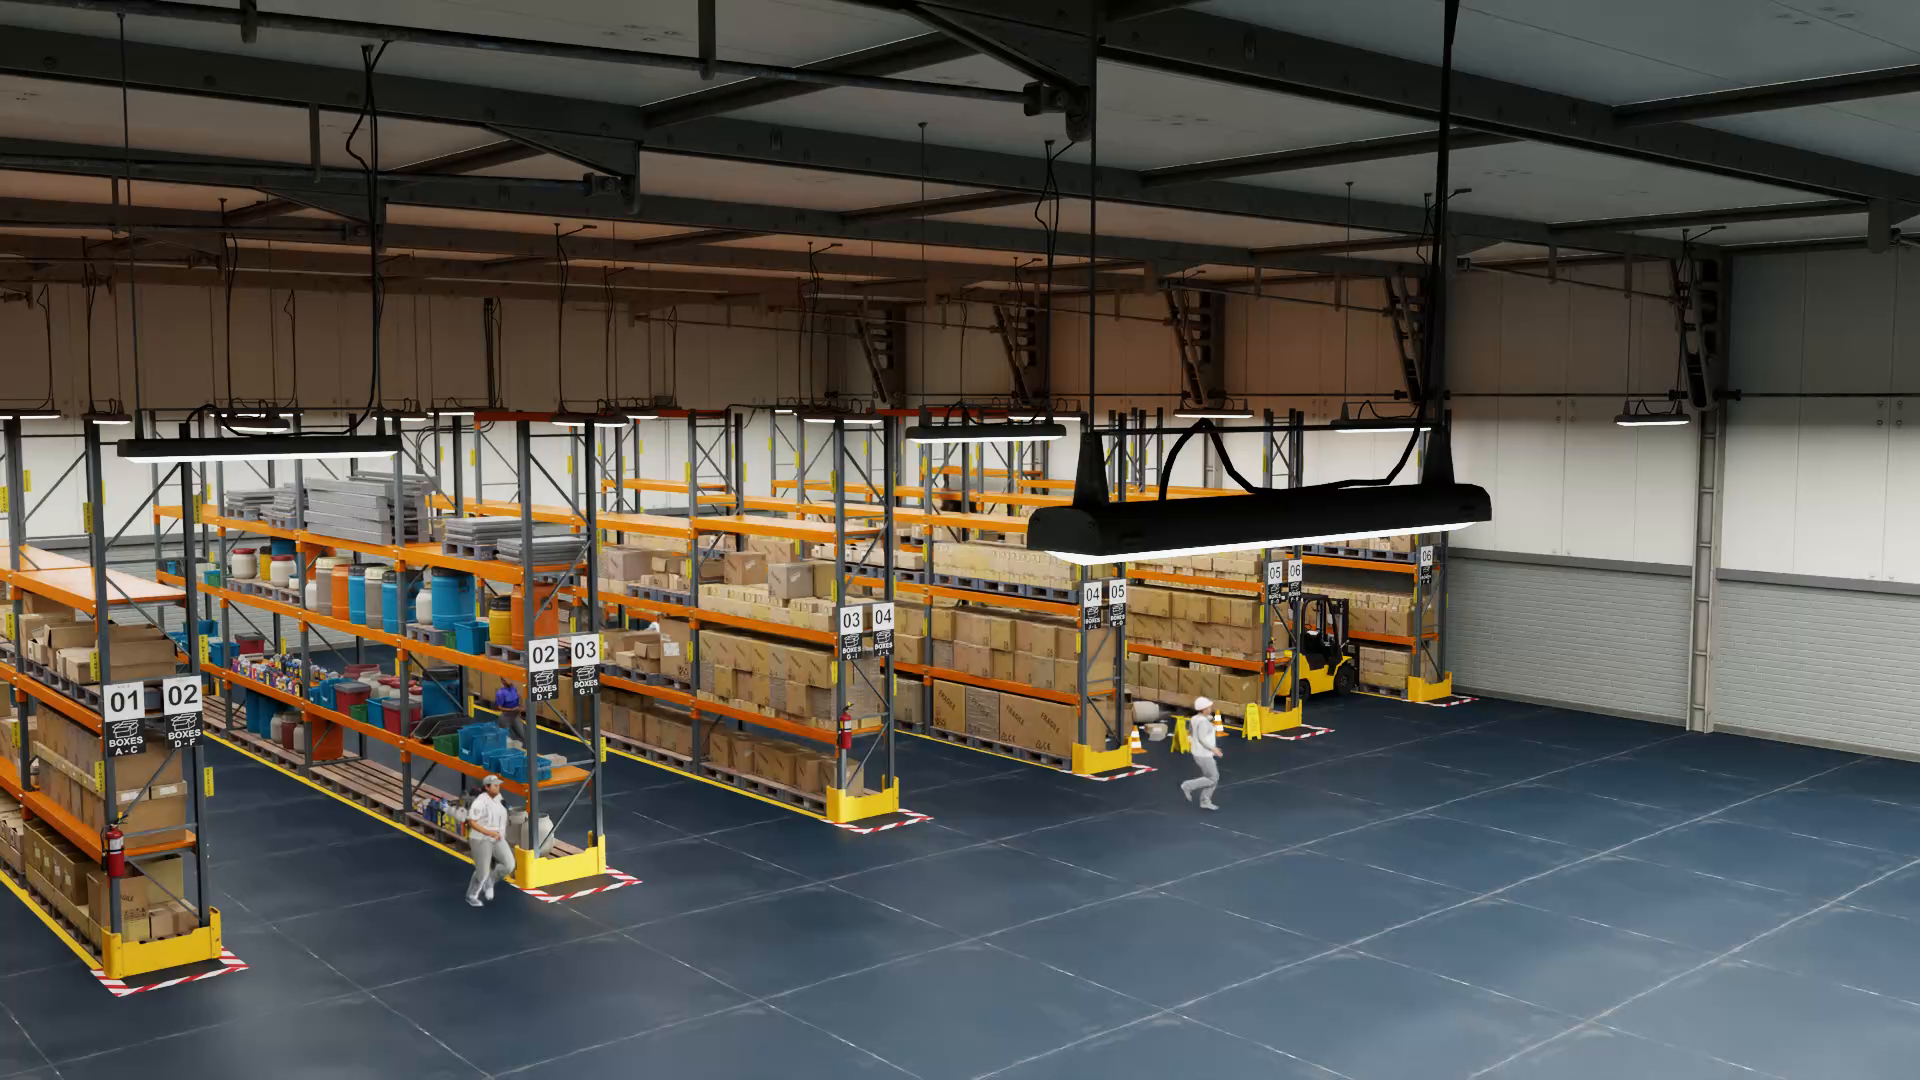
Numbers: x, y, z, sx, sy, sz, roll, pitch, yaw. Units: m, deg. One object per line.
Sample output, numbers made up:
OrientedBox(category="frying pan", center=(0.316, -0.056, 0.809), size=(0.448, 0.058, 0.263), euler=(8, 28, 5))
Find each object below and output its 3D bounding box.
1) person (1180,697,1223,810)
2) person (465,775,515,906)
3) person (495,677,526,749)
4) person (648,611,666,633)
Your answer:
OrientedBox(category="person", center=(3.655, 3.259, 25.349), size=(0.627, 1.744, 0.668), euler=(0, 5, -4))
OrientedBox(category="person", center=(-5.801, 3.708, 20.631), size=(0.567, 1.609, 0.656), euler=(3, 6, 30))
OrientedBox(category="person", center=(-7.556, 3.091, 28.043), size=(0.655, 1.539, 0.569), euler=(4, 6, 38))
OrientedBox(category="person", center=(-6.368, 2.337, 35.593), size=(0.697, 1.753, 0.917), euler=(-4, 7, -41))
